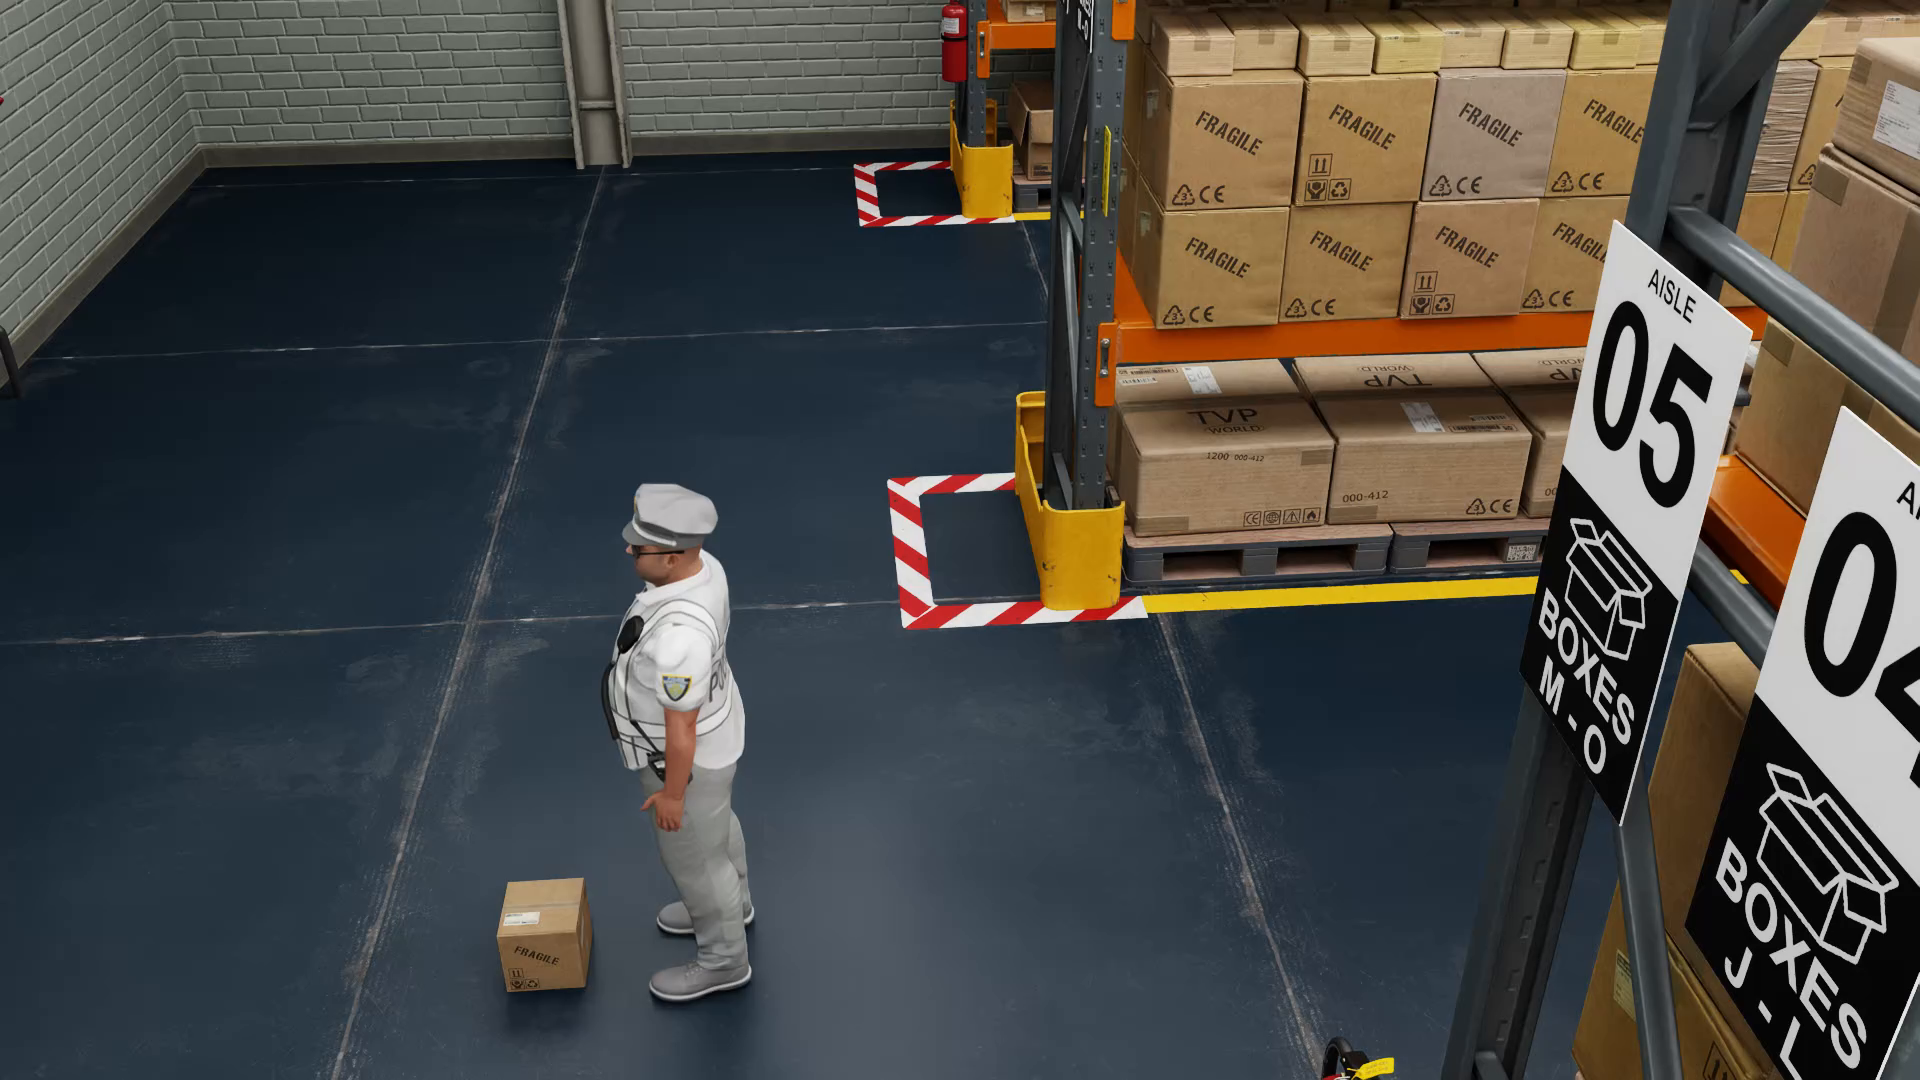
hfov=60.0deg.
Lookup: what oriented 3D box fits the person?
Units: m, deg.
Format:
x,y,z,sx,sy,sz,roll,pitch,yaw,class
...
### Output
x,y,z,sx,sy,sz,roll,pitch,yaw,class
-0.851,0.625,5.067,0.395,1.772,0.525,-2,31,-3,person
